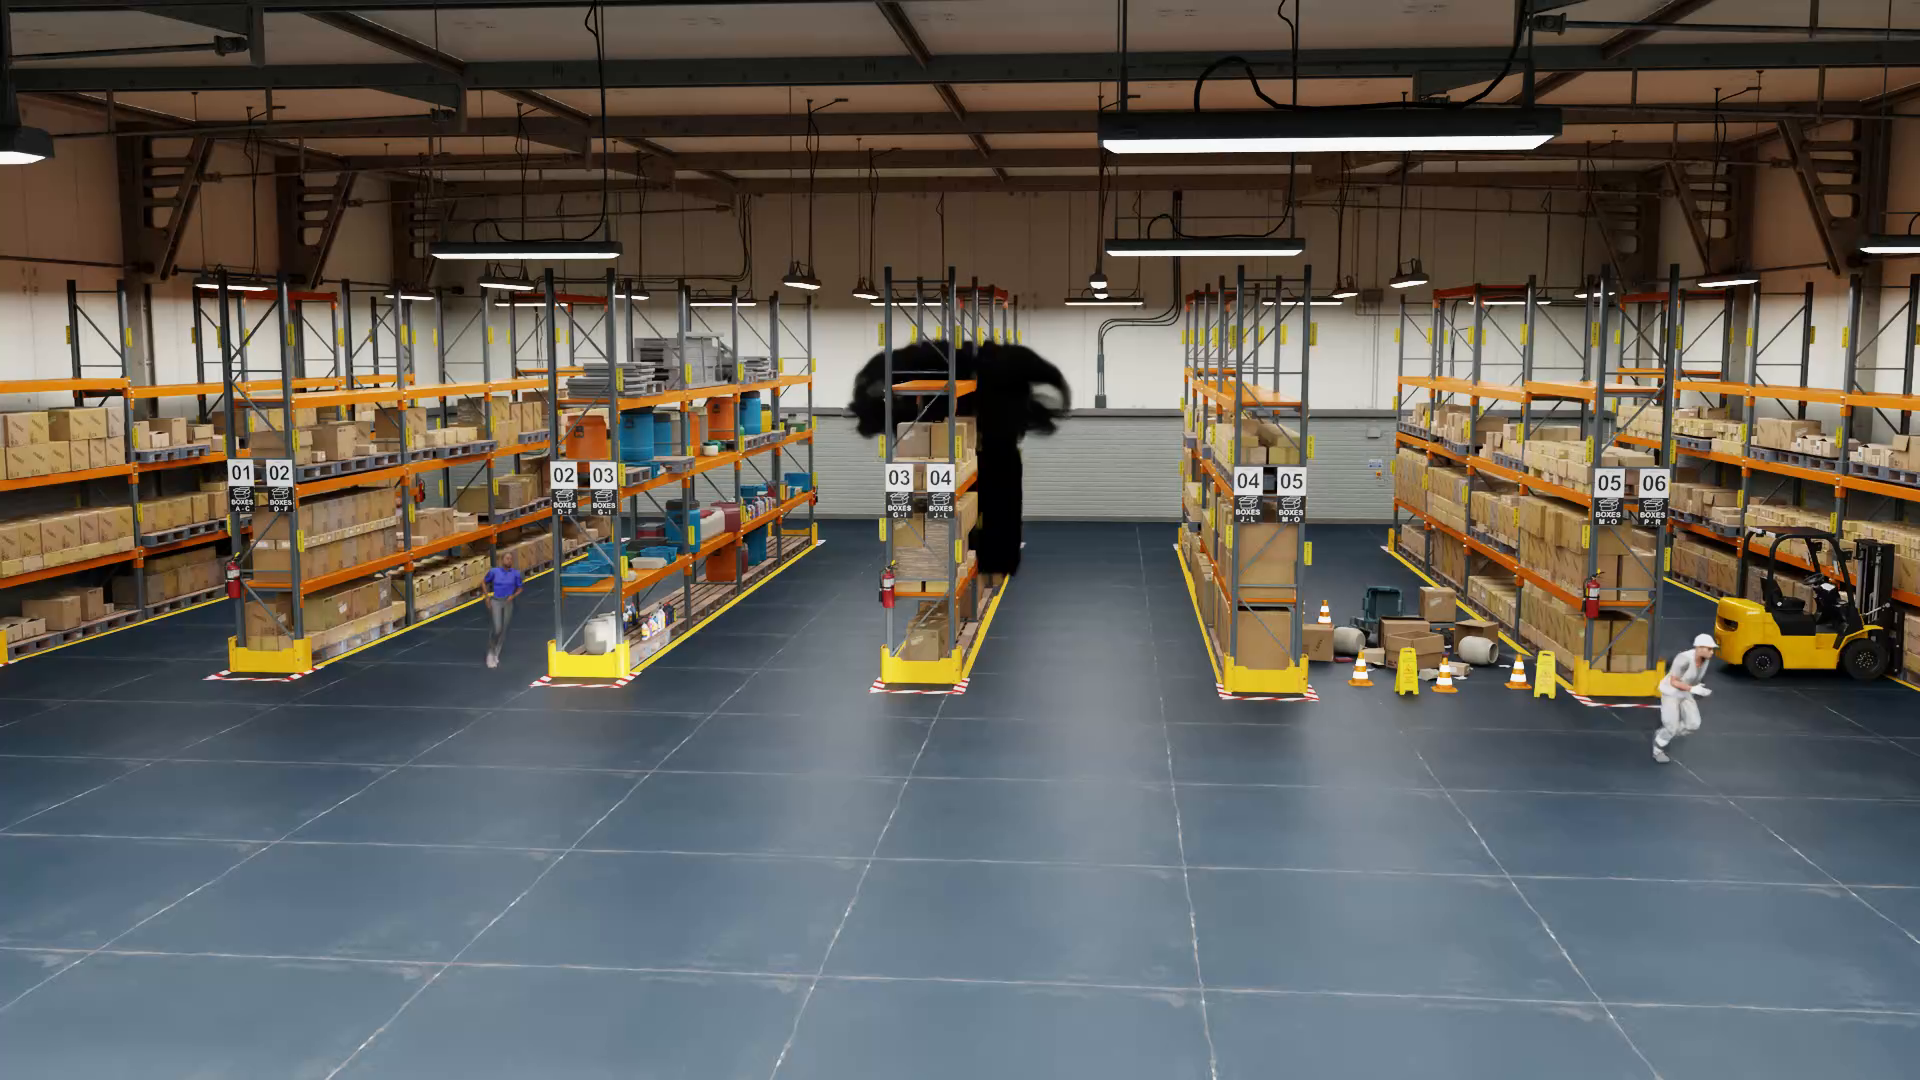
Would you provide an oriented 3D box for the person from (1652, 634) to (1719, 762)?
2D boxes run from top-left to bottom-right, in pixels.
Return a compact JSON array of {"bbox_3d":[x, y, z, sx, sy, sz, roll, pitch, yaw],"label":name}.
[{"bbox_3d":[8.515,1.855,19.458,0.696,1.602,0.830,-4,8,-27],"label":"person"}]

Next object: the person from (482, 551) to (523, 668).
[{"bbox_3d":[-6.630,1.005,24.168,0.557,1.685,0.597,-4,8,-27],"label":"person"}]

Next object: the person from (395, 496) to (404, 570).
[{"bbox_3d":[-12.075,-0.143,35.791,0.592,1.609,0.577,1,7,6],"label":"person"}]
